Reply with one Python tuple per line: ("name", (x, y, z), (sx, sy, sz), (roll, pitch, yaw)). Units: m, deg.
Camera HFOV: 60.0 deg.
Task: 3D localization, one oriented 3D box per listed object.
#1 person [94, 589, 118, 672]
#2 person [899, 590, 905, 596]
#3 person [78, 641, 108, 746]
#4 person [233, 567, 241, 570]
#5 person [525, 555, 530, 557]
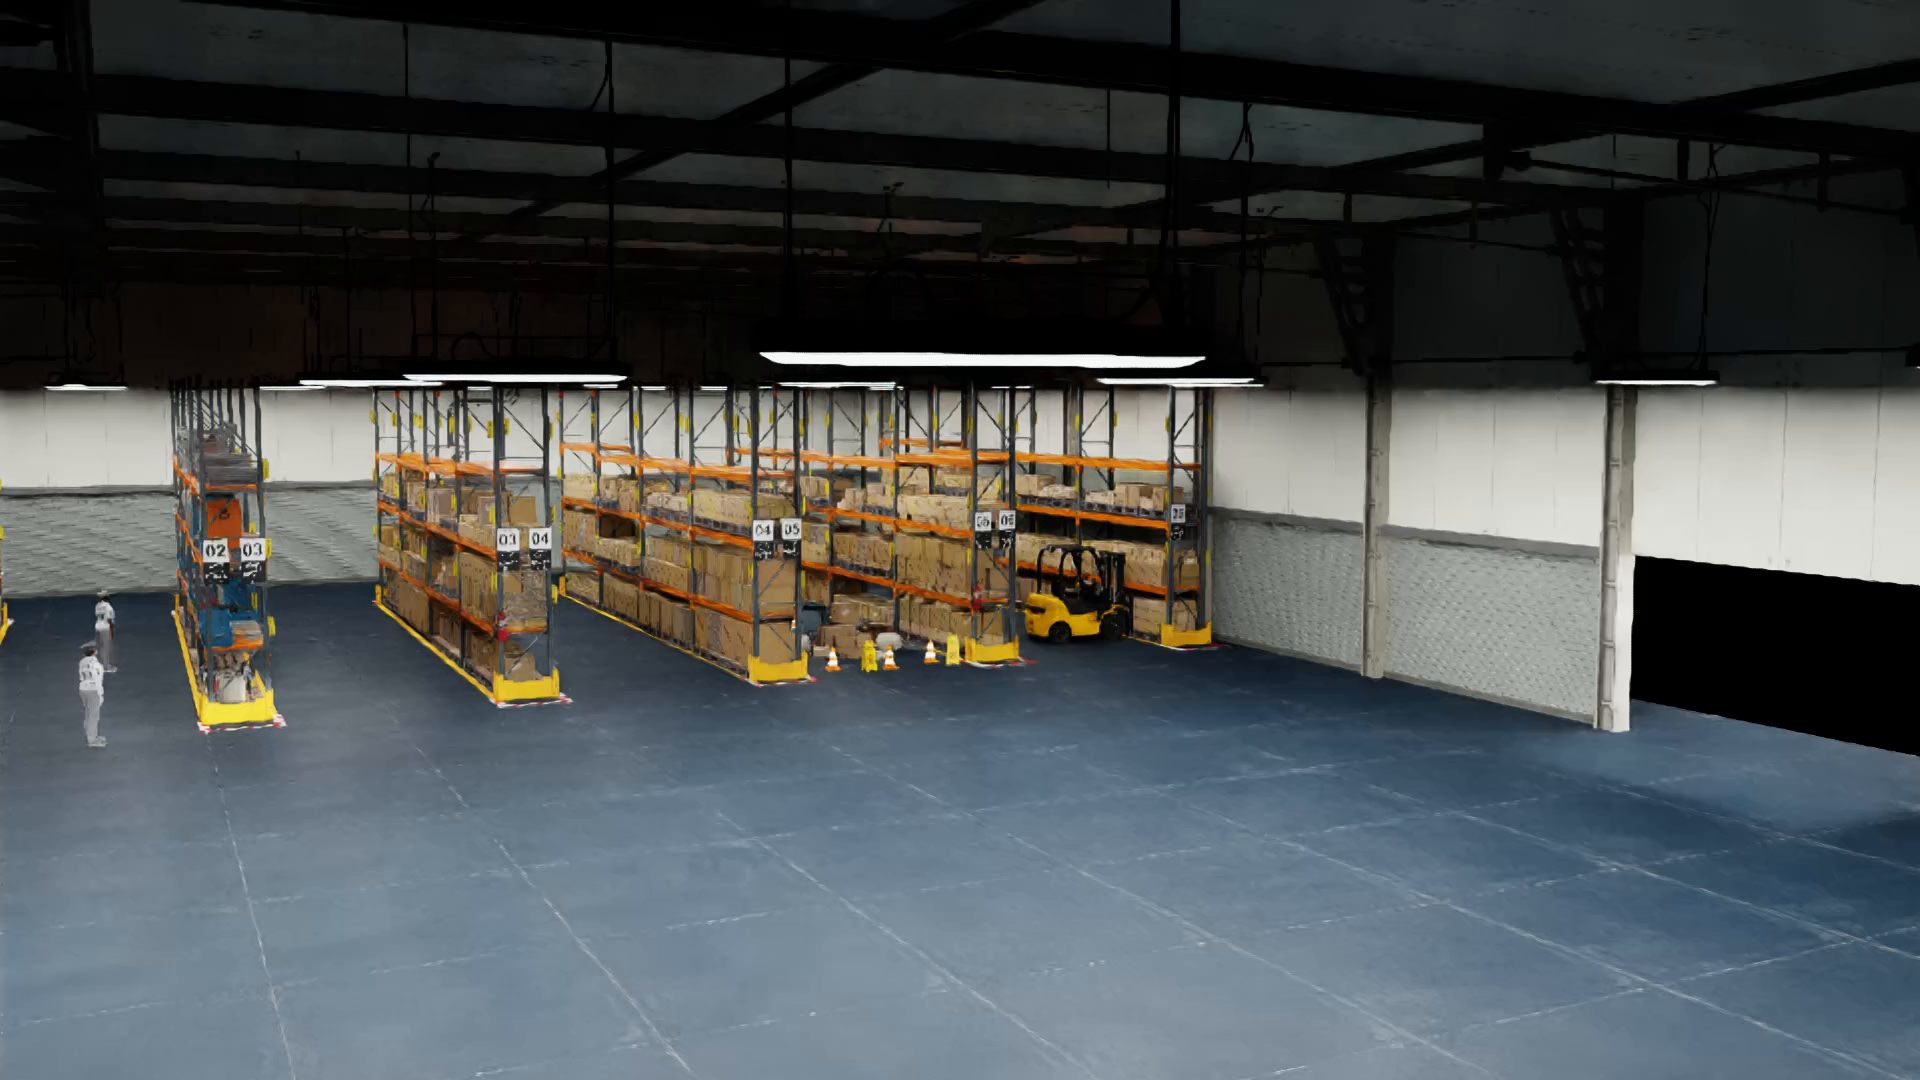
("person", (-17.455, 1.860, 34.021), (0.502, 1.664, 0.422), (3, 6, 34))
("person", (-1.555, 0.709, 46.363), (0.596, 1.740, 0.669), (0, 5, -4))
("person", (-14.032, 2.474, 26.952), (0.538, 1.667, 0.408), (3, 6, 33))
("person", (-19.714, 0.790, 45.611), (0.589, 1.772, 0.576), (1, 5, 9))
("person", (-12.816, 0.542, 49.055), (0.575, 1.608, 1.104), (-2, 5, -17))
